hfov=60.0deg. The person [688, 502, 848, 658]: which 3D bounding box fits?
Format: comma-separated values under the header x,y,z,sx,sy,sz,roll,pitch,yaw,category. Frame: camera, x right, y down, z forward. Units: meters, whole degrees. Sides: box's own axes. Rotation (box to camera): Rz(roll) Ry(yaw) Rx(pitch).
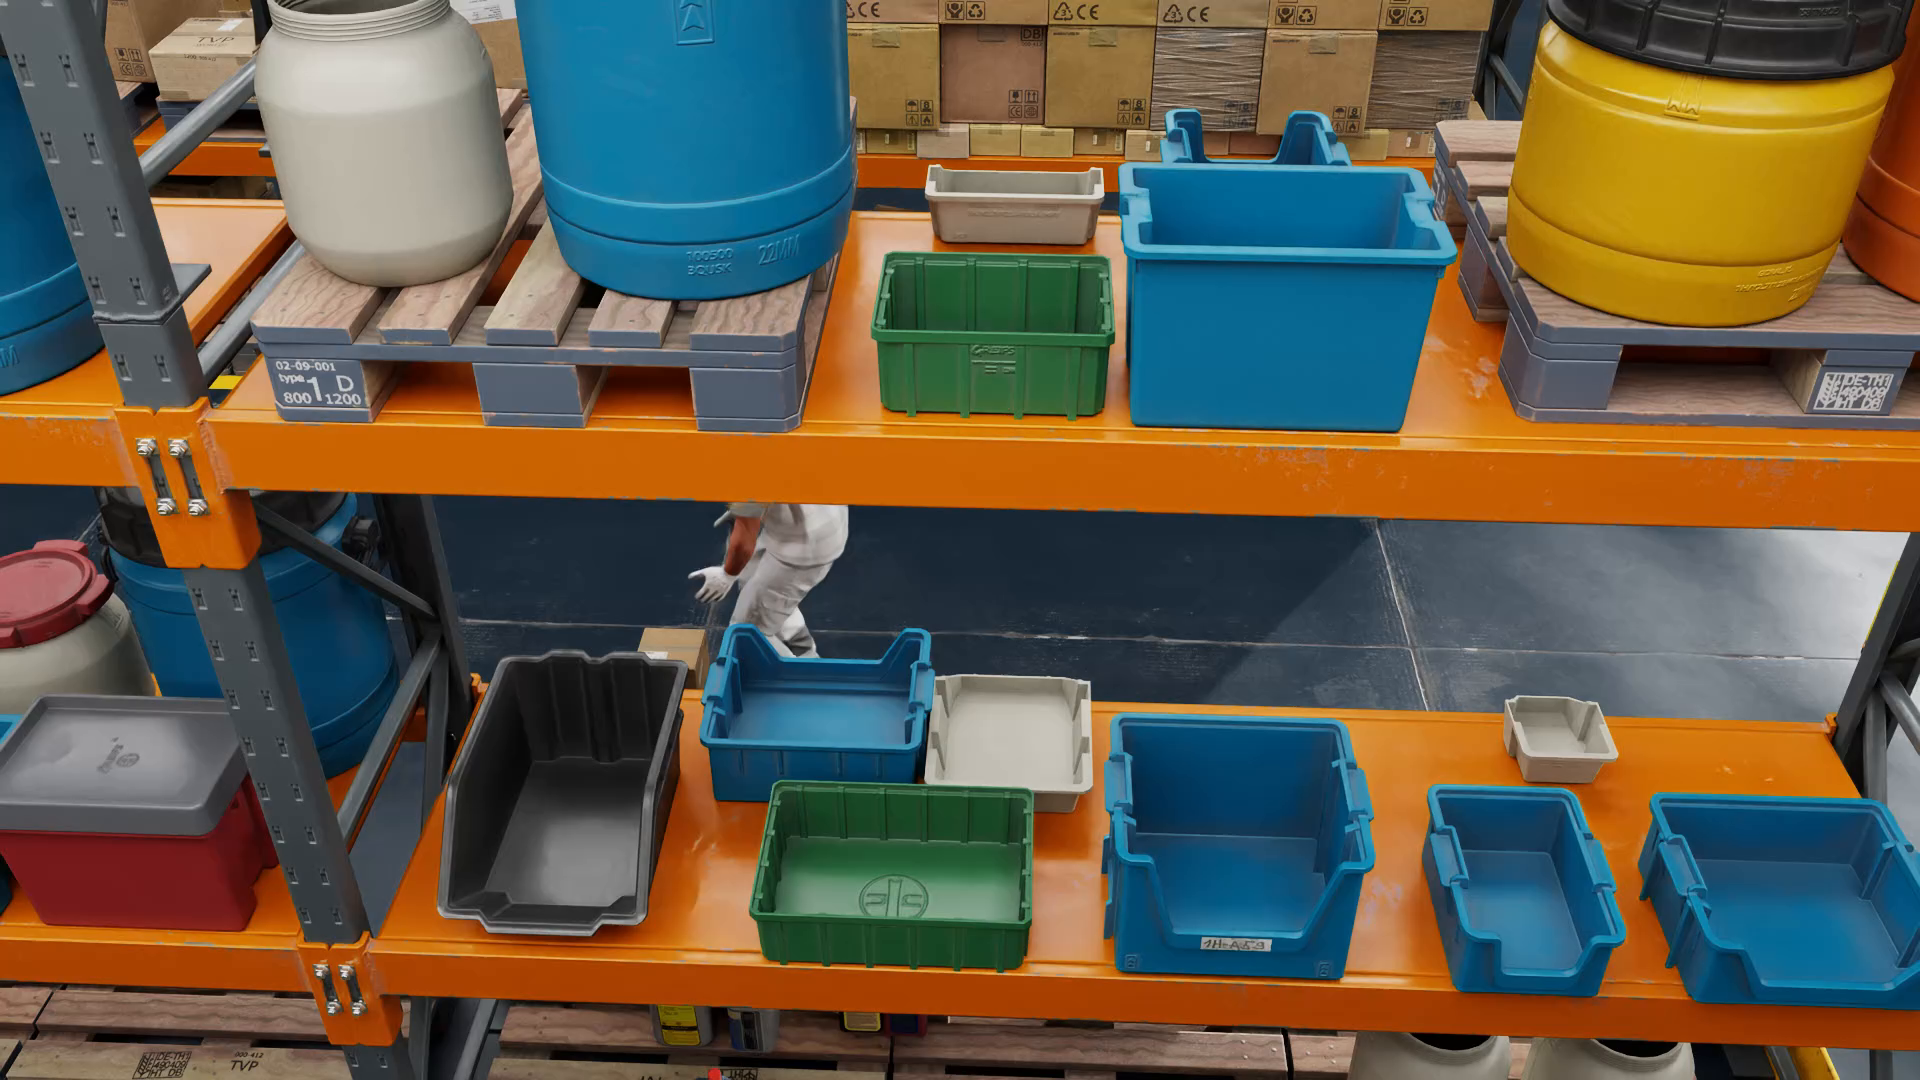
x,y,z,sx,sy,sz,roll,pitch,yaw,category
-0.735,0.015,6.265,0.624,1.604,0.572,2,35,3,person
